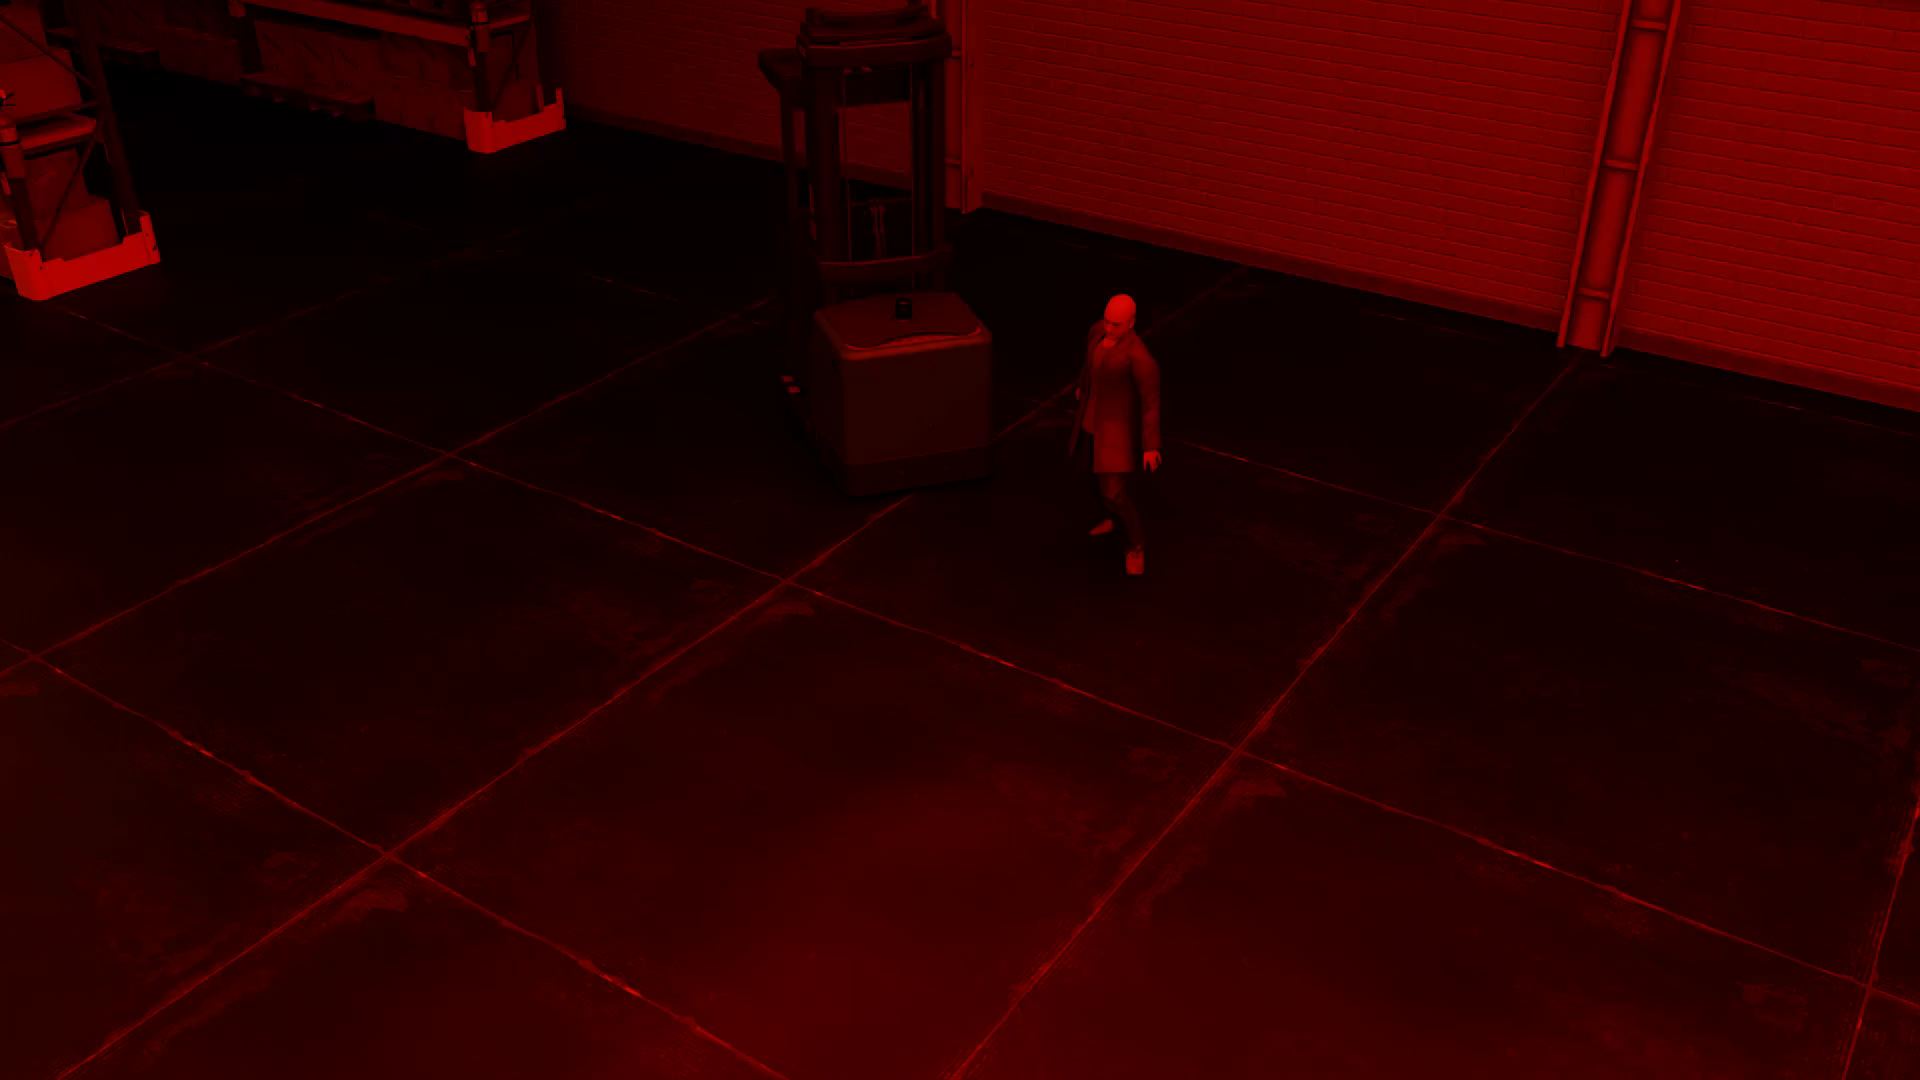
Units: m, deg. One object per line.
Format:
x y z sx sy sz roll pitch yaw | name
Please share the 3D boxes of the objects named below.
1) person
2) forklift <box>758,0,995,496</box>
0.947 -0.711 10.081 0.571 1.756 0.935 -14 33 -22 | person
-0.715 -2.279 11.506 1.130 2.935 3.031 -9 31 -16 | forklift
